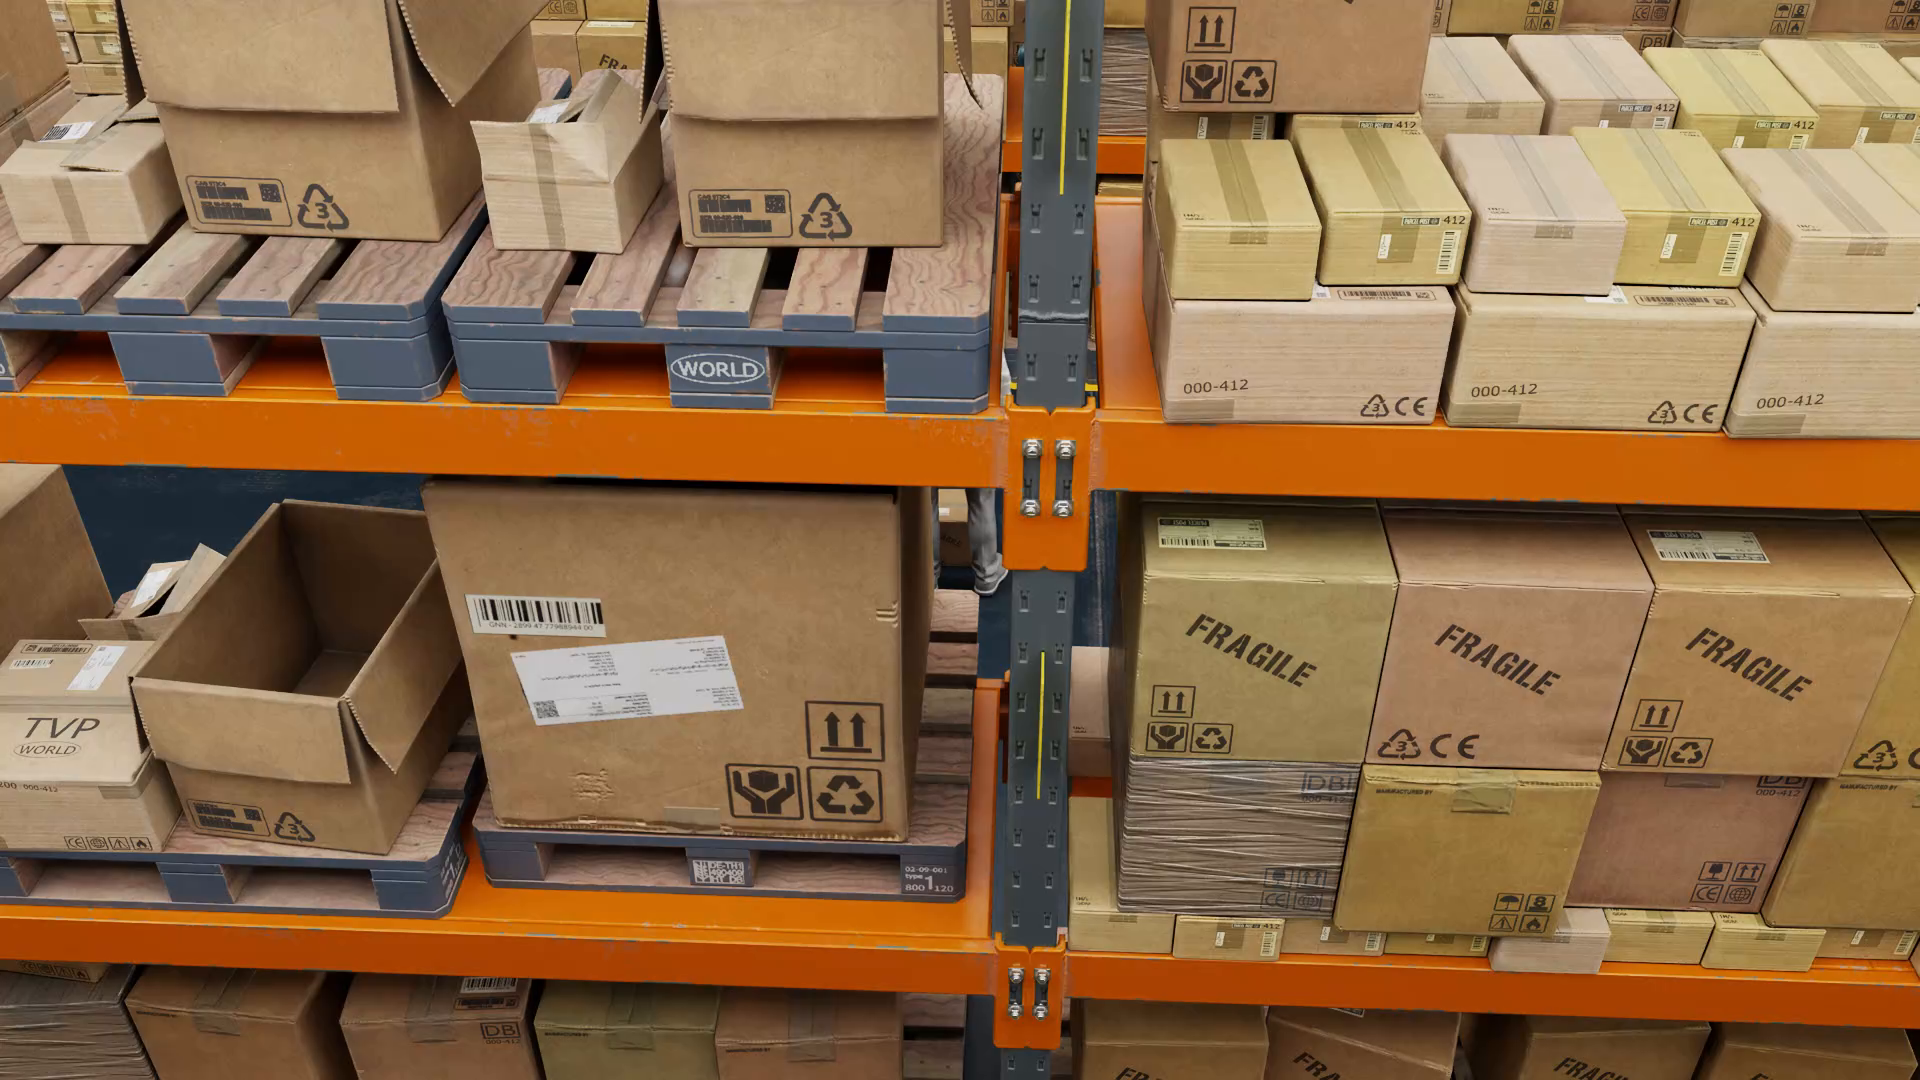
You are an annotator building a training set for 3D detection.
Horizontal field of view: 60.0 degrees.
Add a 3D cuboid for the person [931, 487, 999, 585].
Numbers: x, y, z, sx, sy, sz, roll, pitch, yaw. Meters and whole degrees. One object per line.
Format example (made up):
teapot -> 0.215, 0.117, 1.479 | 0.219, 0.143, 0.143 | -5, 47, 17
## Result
person -> -0.058, -0.519, 6.808 | 0.515, 1.602, 0.346 | -1, 36, -1
